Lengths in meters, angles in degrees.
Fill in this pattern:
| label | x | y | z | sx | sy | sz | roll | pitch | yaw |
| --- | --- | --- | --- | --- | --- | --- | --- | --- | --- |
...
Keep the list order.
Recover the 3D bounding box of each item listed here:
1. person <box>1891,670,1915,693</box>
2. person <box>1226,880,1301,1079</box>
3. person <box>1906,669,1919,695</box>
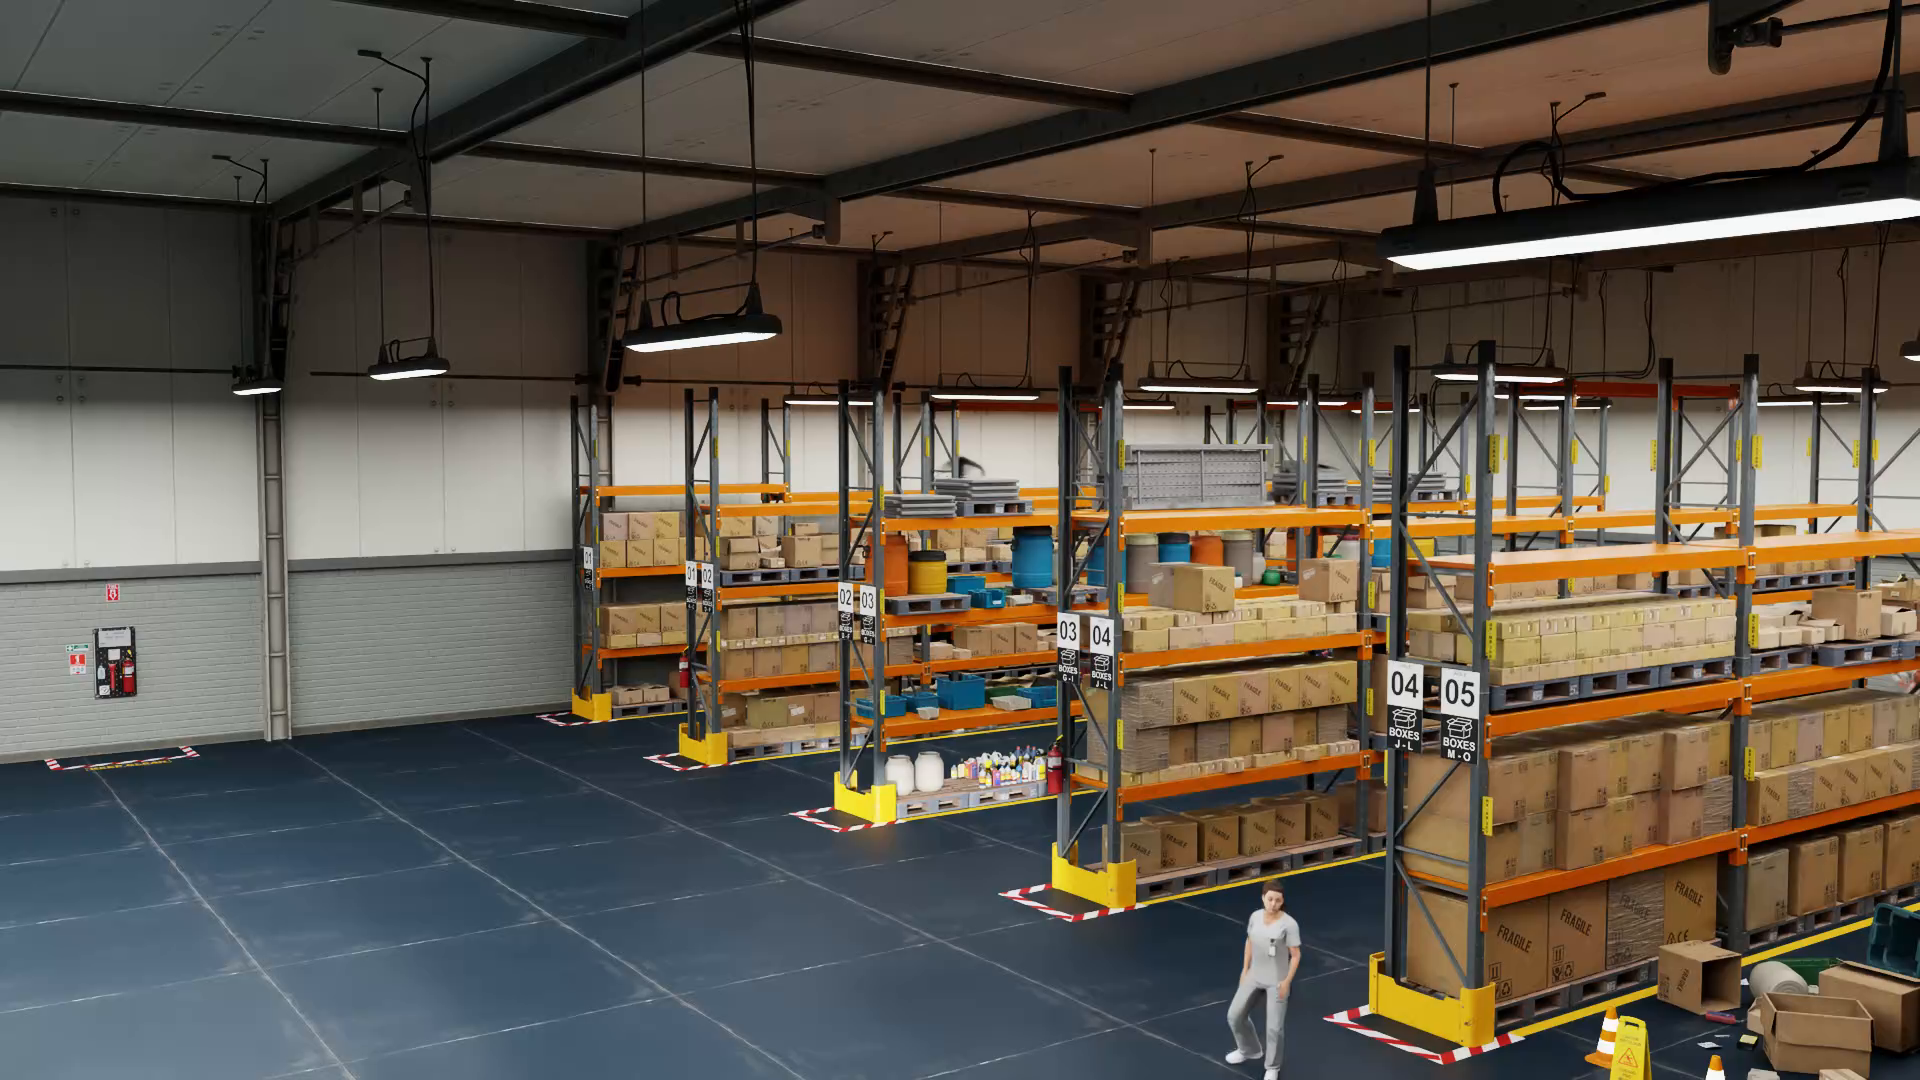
| label | x | y | z | sx | sy | sz | roll | pitch | yaw |
| --- | --- | --- | --- | --- | --- | --- | --- | --- | --- |
| person | 16.607 | 2.627 | 28.950 | 0.681 | 1.592 | 0.823 | 2 | 4 | 34 |
| person | 2.414 | 3.548 | 13.378 | 0.693 | 1.657 | 0.567 | 2 | 4 | 33 |
| person | 14.688 | 2.749 | 25.510 | 0.580 | 1.750 | 0.767 | -1 | 4 | -14 |
